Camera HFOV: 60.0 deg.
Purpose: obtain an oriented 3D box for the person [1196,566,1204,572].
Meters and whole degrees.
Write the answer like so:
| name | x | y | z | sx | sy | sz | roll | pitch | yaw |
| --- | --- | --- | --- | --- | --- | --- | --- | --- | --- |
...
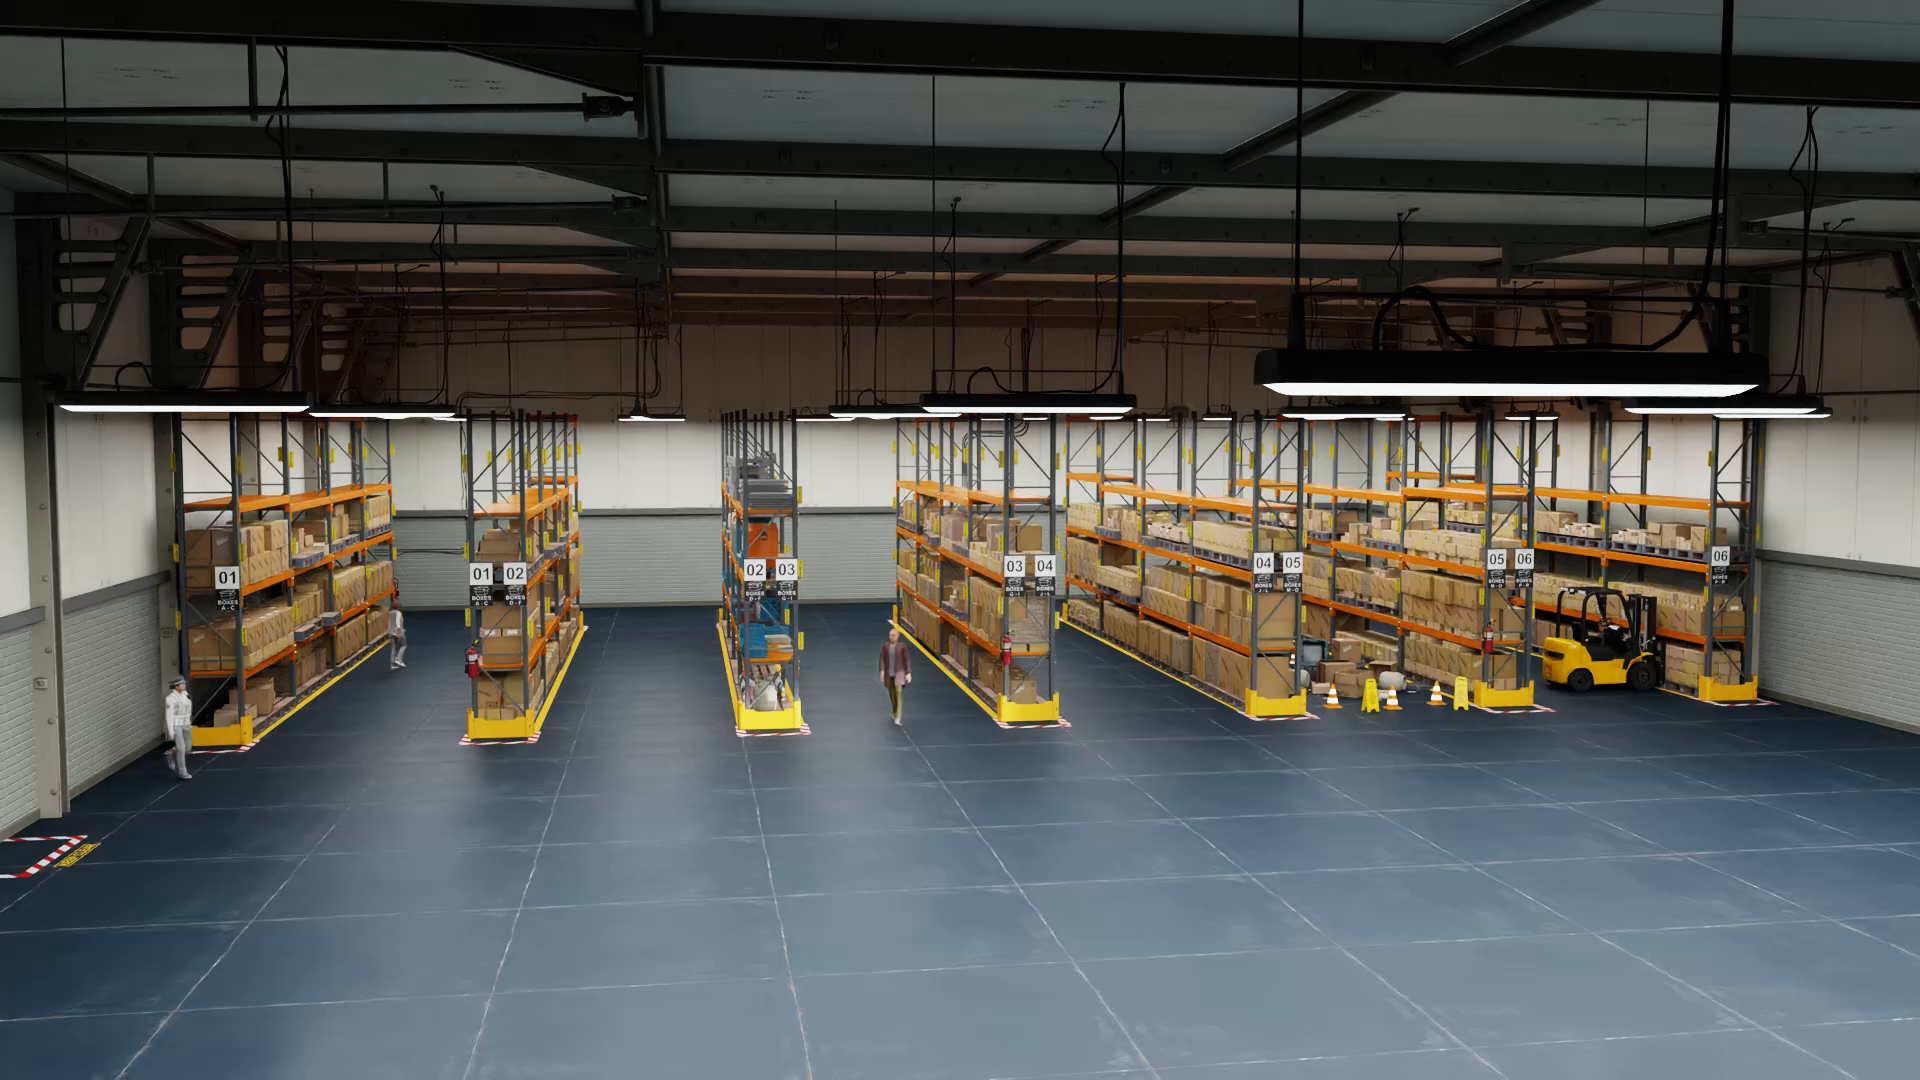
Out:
| name | x | y | z | sx | sy | sz | roll | pitch | yaw |
| --- | --- | --- | --- | --- | --- | --- | --- | --- | --- |
| person | 7.394 | 1.287 | 51.682 | 0.967 | 1.639 | 0.481 | -2 | 5 | -28 |

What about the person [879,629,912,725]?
| name | x | y | z | sx | sy | sz | roll | pitch | yaw |
| --- | --- | --- | --- | --- | --- | --- | --- | --- | --- |
| person | -1.276 | 2.603 | 31.978 | 0.623 | 1.769 | 0.833 | 2 | 4 | 25 |

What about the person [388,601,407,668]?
| name | x | y | z | sx | sy | sz | roll | pitch | yaw |
| --- | --- | --- | --- | --- | --- | --- | --- | --- | --- |
| person | -13.185 | 2.208 | 38.826 | 0.433 | 1.575 | 0.466 | 1 | 4 | 11 |

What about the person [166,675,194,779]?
| name | x | y | z | sx | sy | sz | roll | pitch | yaw |
| --- | --- | --- | --- | --- | --- | --- | --- | --- | --- |
| person | -12.646 | 2.997 | 26.879 | 0.679 | 1.660 | 0.487 | 2 | 5 | 29 |
